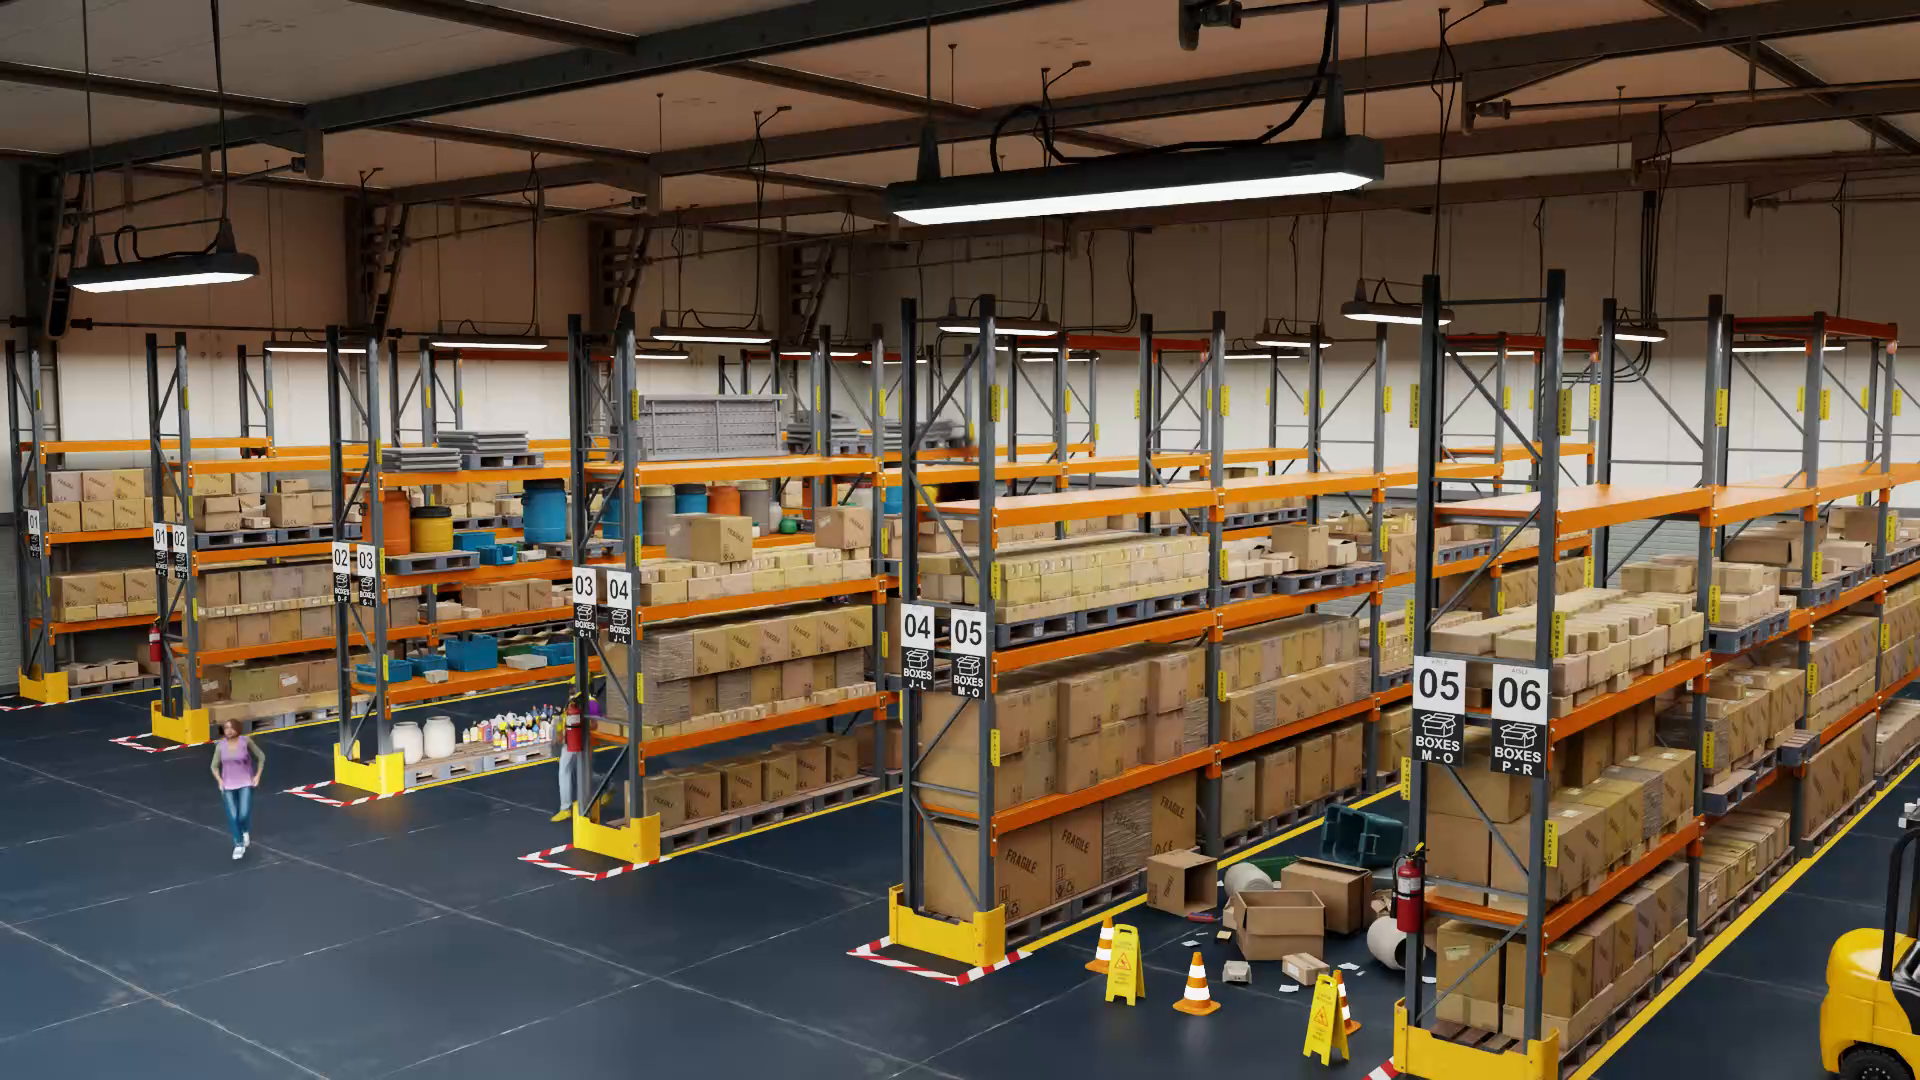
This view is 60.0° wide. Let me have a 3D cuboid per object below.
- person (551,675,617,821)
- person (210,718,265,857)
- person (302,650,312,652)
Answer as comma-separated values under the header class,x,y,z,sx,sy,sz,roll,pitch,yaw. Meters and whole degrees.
class,x,y,z,sx,sy,sz,roll,pitch,yaw
person,-4.581,2.471,20.131,0.726,1.751,0.904,4,7,38
person,-7.985,2.743,18.367,0.550,1.561,0.478,-1,5,-13
person,-11.102,1.797,28.260,0.565,1.726,0.726,2,6,26
